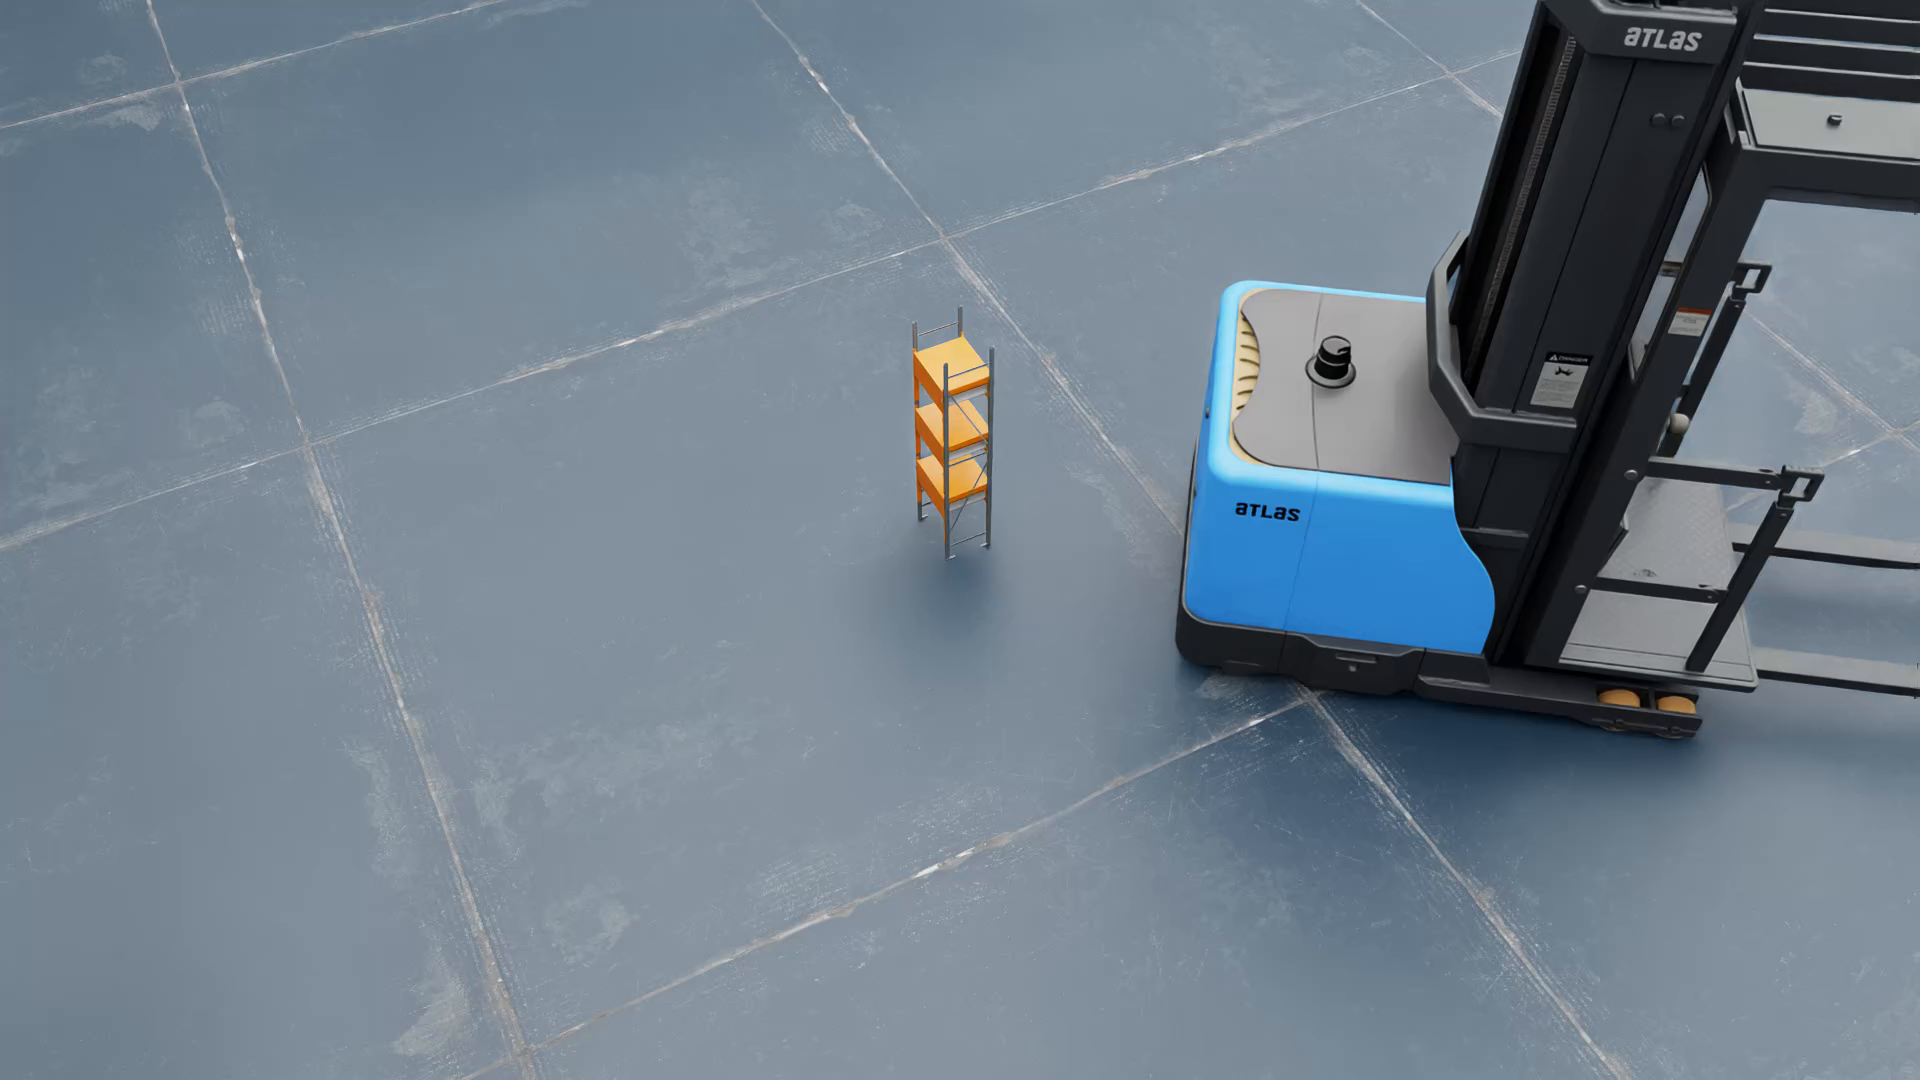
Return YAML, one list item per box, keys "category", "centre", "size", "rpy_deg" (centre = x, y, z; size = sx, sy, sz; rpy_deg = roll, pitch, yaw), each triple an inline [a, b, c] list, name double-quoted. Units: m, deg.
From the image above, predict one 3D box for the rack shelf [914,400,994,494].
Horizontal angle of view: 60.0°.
- category: "rack shelf"
  centre: [-0.024, -0.374, 6.287]
  size: [0.215, 0.259, 0.240]
  rpy_deg: [-21, 52, -18]

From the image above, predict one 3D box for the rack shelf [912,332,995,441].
- category: "rack shelf"
  centre: [-0.024, -0.561, 6.073]
  size: [0.215, 0.259, 0.240]
  rpy_deg: [-21, 52, -18]

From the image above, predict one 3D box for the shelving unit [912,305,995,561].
- category: "shelving unit"
  centre: [-0.024, -0.381, 6.279]
  size: [0.215, 1.050, 0.252]
  rpy_deg: [-21, 52, -18]

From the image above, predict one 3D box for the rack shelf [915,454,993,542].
- category: "rack shelf"
  centre: [-0.024, -0.192, 6.496]
  size: [0.215, 0.259, 0.240]
  rpy_deg: [-21, 52, -18]

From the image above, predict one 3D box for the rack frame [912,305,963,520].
- category: "rack frame"
  centre: [-0.080, -0.463, 6.350]
  size: [0.200, 1.050, 0.008]
  rpy_deg: [-21, 52, -18]

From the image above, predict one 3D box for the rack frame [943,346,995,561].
- category: "rack frame"
  centre: [0.031, -0.300, 6.207]
  size: [0.200, 1.050, 0.008]
  rpy_deg: [-21, 52, -18]

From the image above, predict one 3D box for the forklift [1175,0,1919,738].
- category: "forklift"
  centre: [2.367, -0.681, 5.291]
  size: [3.031, 2.935, 1.130]
  rpy_deg: [7, 49, 6]
